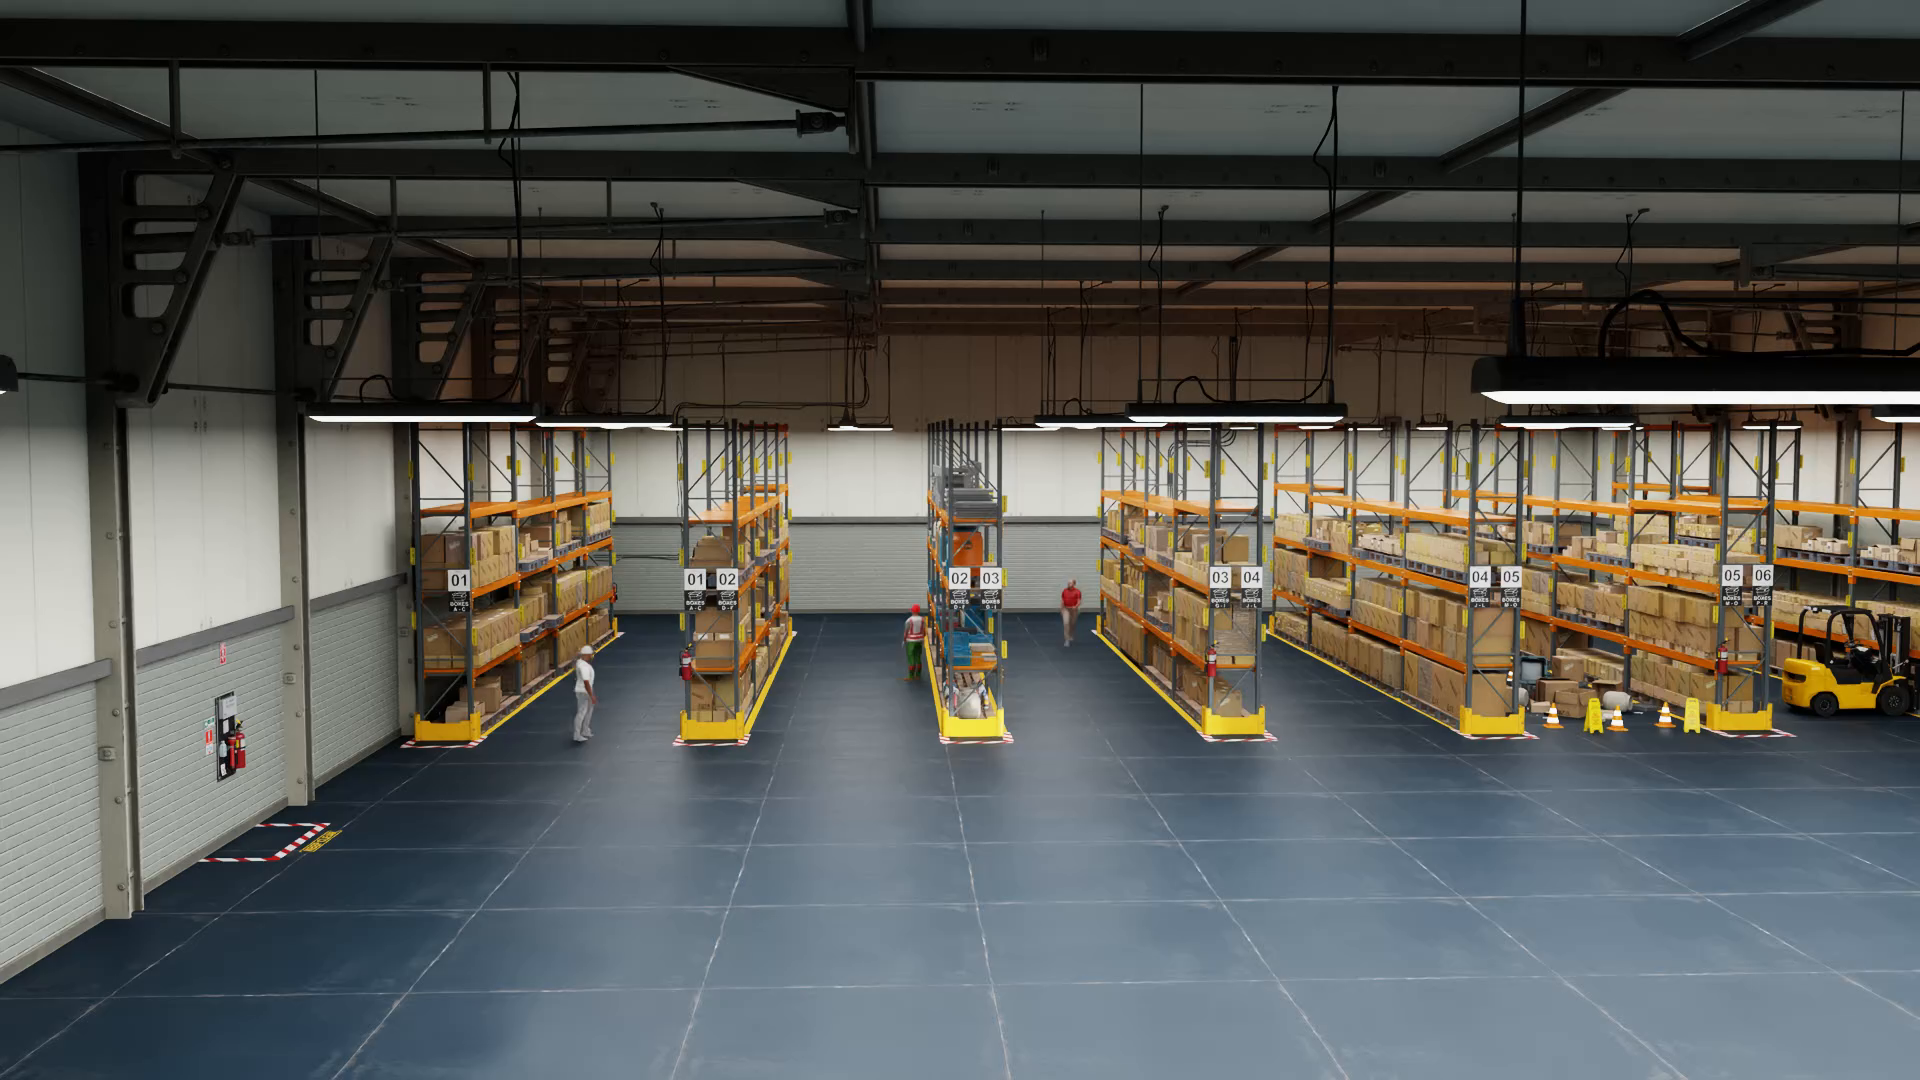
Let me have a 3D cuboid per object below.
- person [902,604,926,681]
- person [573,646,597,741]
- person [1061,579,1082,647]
[{"bbox_3d":[-1.070,2.360,38.509,0.536,1.774,0.648,3,5,41],"label":"person"},{"bbox_3d":[-7.008,2.873,31.125,0.477,1.807,0.709,-1,4,-8],"label":"person"},{"bbox_3d":[2.961,1.918,44.244,0.534,1.735,0.947,0,4,-1],"label":"person"}]
